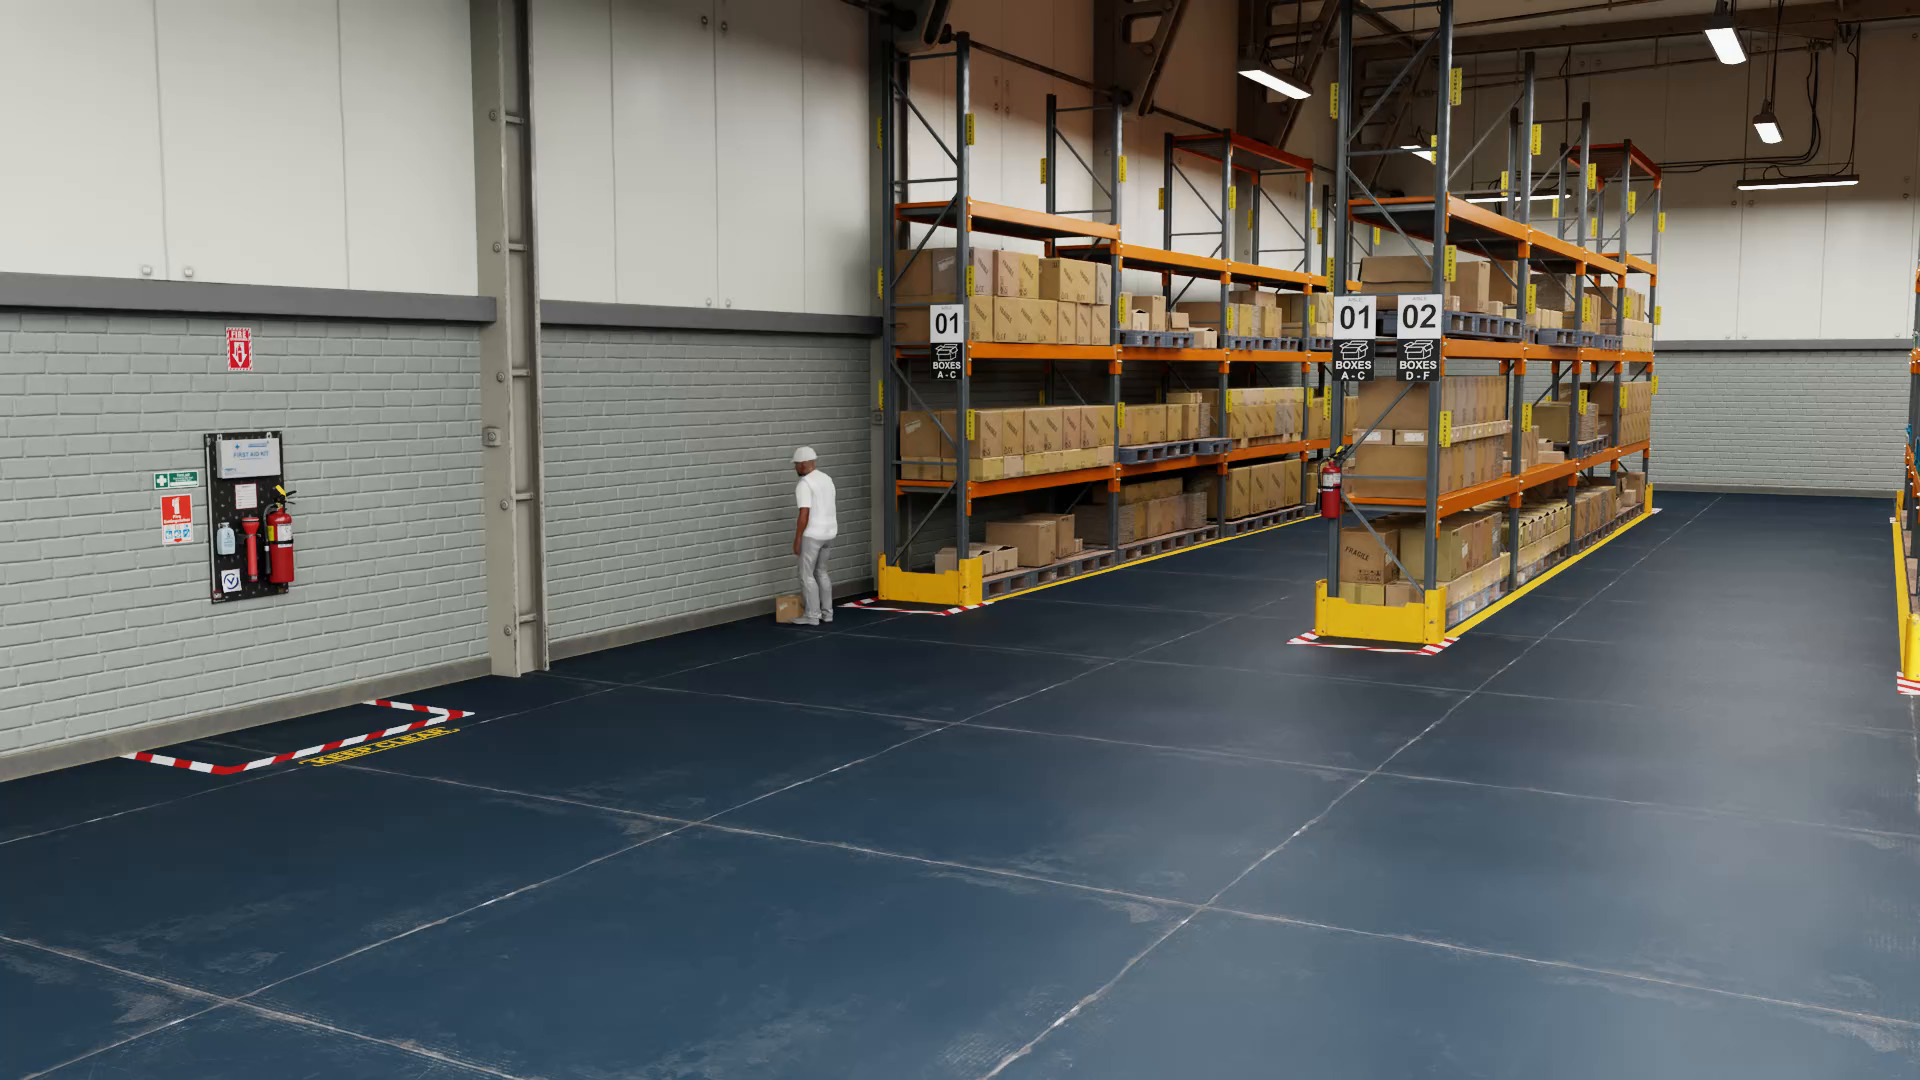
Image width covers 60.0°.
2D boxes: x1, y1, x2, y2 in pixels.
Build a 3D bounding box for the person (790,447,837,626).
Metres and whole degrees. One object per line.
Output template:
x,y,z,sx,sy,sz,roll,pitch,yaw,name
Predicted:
-1.467,-0.046,16.508,0.461,1.759,0.621,3,7,26,person
